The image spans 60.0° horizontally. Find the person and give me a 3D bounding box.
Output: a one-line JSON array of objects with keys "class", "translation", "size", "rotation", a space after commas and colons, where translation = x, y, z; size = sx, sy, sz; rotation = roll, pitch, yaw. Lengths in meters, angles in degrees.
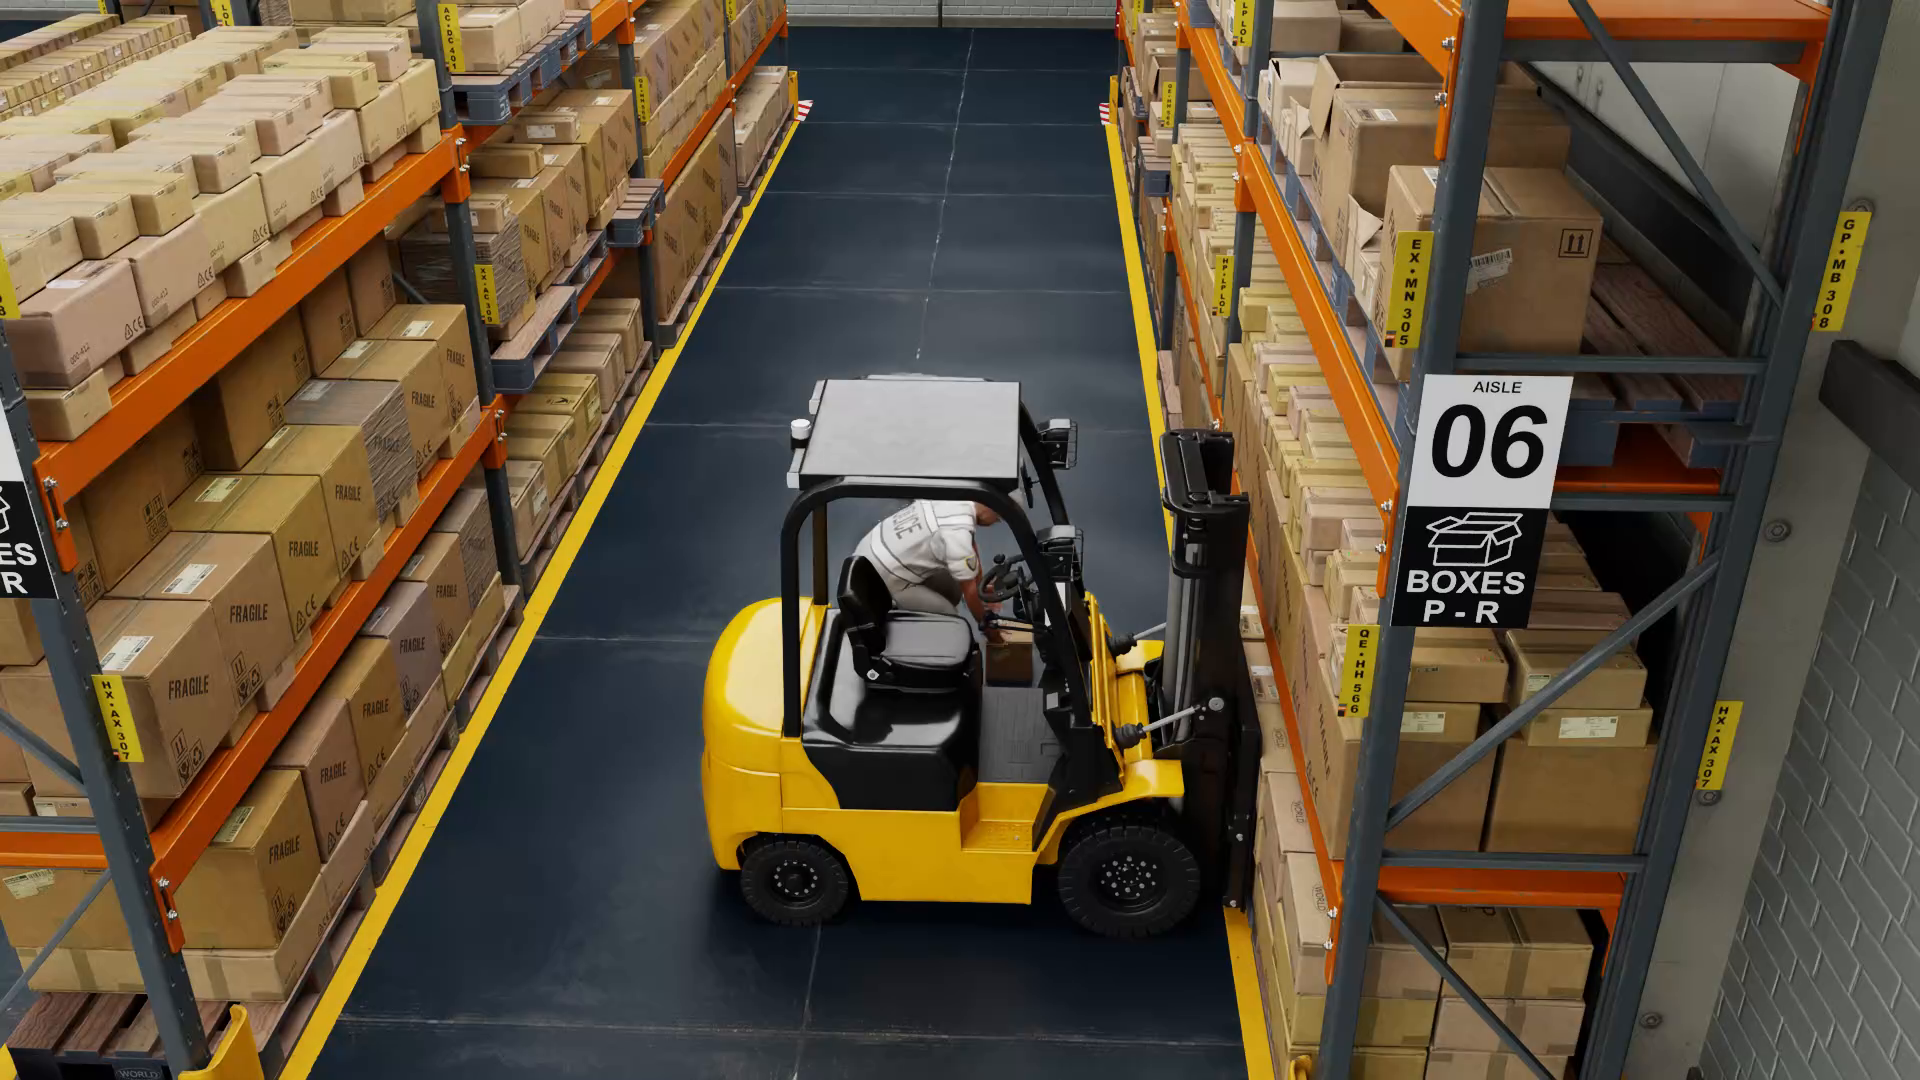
[{"class": "person", "translation": [-0.120, 0.186, 8.912], "size": [0.916, 1.150, 0.577], "rotation": [1, 28, 2]}]
